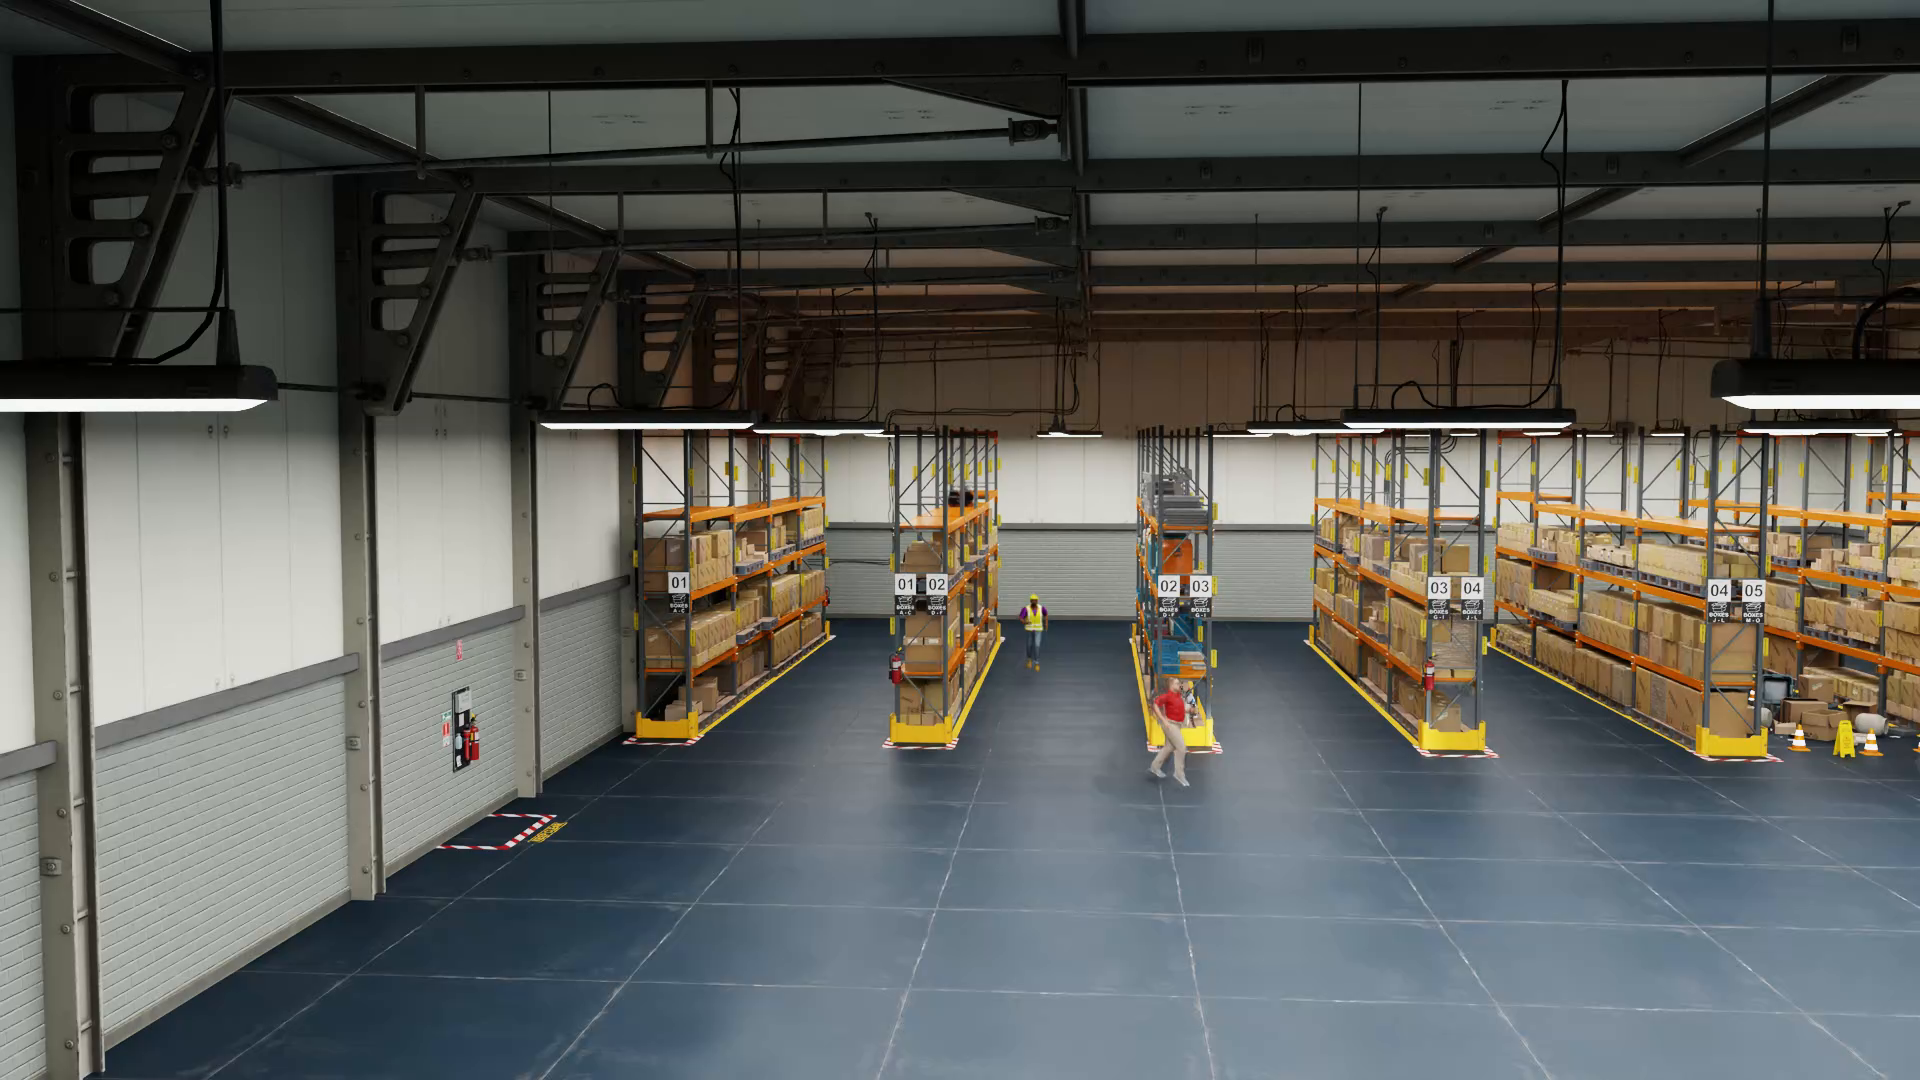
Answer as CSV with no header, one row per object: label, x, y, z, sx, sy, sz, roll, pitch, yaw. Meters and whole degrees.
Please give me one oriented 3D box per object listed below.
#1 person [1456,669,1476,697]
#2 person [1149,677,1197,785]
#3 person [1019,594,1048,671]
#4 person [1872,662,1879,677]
person,11.420,2.604,37.318,0.675,1.829,0.883,0,3,6
person,3.549,3.199,27.853,0.817,1.802,0.642,2,4,24
person,1.769,2.193,39.809,0.723,1.804,0.840,0,3,-3
person,22.108,2.448,40.025,0.654,1.744,0.532,0,3,-2
